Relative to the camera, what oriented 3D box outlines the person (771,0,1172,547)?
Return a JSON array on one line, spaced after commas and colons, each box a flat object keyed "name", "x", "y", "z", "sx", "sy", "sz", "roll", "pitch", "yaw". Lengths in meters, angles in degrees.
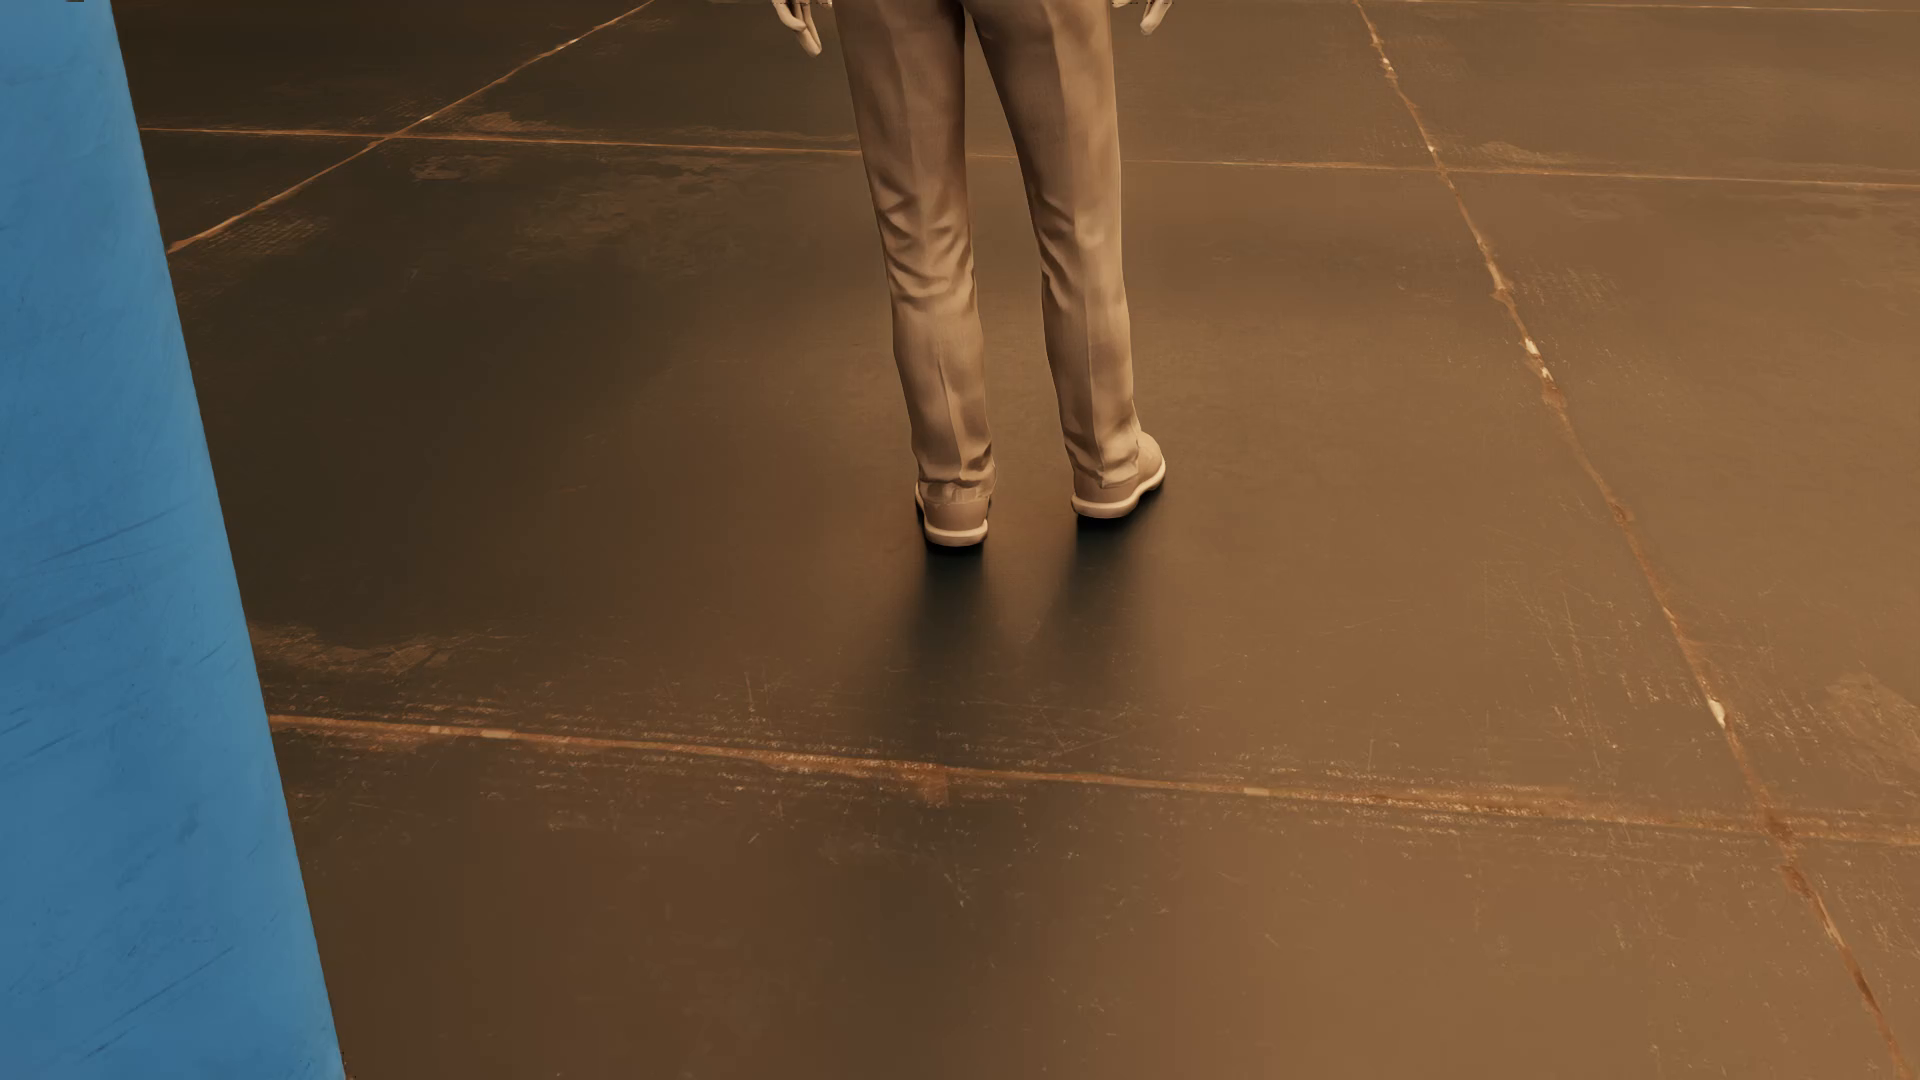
[{"name": "person", "x": 0.015, "y": -0.794, "z": 2.177, "sx": 0.587, "sy": 1.696, "sz": 0.534, "roll": 3, "pitch": 27, "yaw": 7}]
